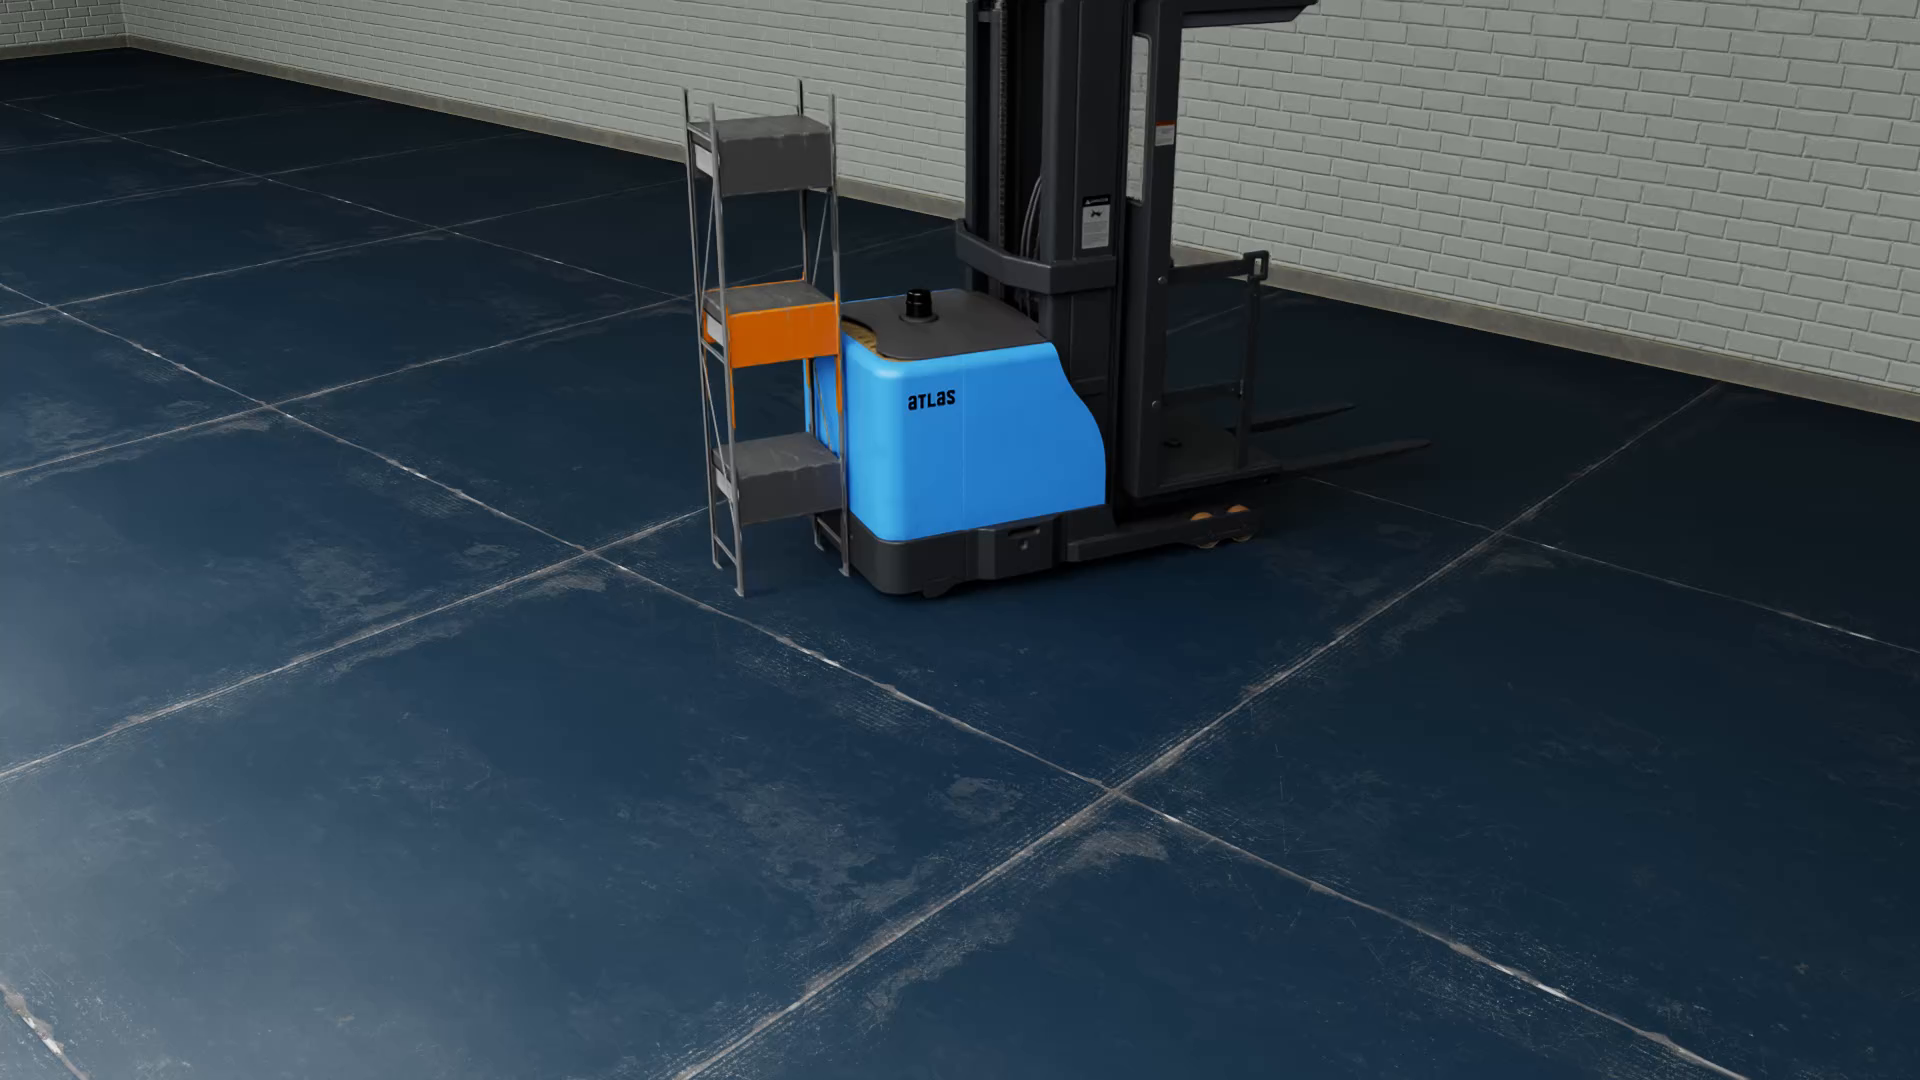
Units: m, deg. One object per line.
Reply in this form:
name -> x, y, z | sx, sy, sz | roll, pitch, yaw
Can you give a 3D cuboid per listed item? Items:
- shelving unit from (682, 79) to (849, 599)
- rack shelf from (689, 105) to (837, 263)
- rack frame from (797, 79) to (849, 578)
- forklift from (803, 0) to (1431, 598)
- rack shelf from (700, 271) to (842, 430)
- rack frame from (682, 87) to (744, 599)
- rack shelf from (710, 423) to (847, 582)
shelving unit -> -0.803, -0.822, 7.017 | 0.503, 2.100, 0.431 | -11, 26, -23
rack shelf -> -0.803, -1.448, 6.736 | 0.480, 0.518, 0.431 | -11, 26, -23
rack frame -> -0.582, -0.864, 7.111 | 0.015, 2.100, 0.400 | -11, 26, -23
forklift -> 0.836, -1.480, 7.469 | 3.031, 2.935, 1.130 | -11, 26, -23
rack shelf -> -0.803, -0.810, 7.023 | 0.480, 0.518, 0.431 | -11, 26, -23
rack frame -> -1.025, -0.780, 6.923 | 0.015, 2.100, 0.400 | -11, 26, -23
rack shelf -> -0.803, -0.171, 7.309 | 0.480, 0.518, 0.431 | -11, 26, -23
